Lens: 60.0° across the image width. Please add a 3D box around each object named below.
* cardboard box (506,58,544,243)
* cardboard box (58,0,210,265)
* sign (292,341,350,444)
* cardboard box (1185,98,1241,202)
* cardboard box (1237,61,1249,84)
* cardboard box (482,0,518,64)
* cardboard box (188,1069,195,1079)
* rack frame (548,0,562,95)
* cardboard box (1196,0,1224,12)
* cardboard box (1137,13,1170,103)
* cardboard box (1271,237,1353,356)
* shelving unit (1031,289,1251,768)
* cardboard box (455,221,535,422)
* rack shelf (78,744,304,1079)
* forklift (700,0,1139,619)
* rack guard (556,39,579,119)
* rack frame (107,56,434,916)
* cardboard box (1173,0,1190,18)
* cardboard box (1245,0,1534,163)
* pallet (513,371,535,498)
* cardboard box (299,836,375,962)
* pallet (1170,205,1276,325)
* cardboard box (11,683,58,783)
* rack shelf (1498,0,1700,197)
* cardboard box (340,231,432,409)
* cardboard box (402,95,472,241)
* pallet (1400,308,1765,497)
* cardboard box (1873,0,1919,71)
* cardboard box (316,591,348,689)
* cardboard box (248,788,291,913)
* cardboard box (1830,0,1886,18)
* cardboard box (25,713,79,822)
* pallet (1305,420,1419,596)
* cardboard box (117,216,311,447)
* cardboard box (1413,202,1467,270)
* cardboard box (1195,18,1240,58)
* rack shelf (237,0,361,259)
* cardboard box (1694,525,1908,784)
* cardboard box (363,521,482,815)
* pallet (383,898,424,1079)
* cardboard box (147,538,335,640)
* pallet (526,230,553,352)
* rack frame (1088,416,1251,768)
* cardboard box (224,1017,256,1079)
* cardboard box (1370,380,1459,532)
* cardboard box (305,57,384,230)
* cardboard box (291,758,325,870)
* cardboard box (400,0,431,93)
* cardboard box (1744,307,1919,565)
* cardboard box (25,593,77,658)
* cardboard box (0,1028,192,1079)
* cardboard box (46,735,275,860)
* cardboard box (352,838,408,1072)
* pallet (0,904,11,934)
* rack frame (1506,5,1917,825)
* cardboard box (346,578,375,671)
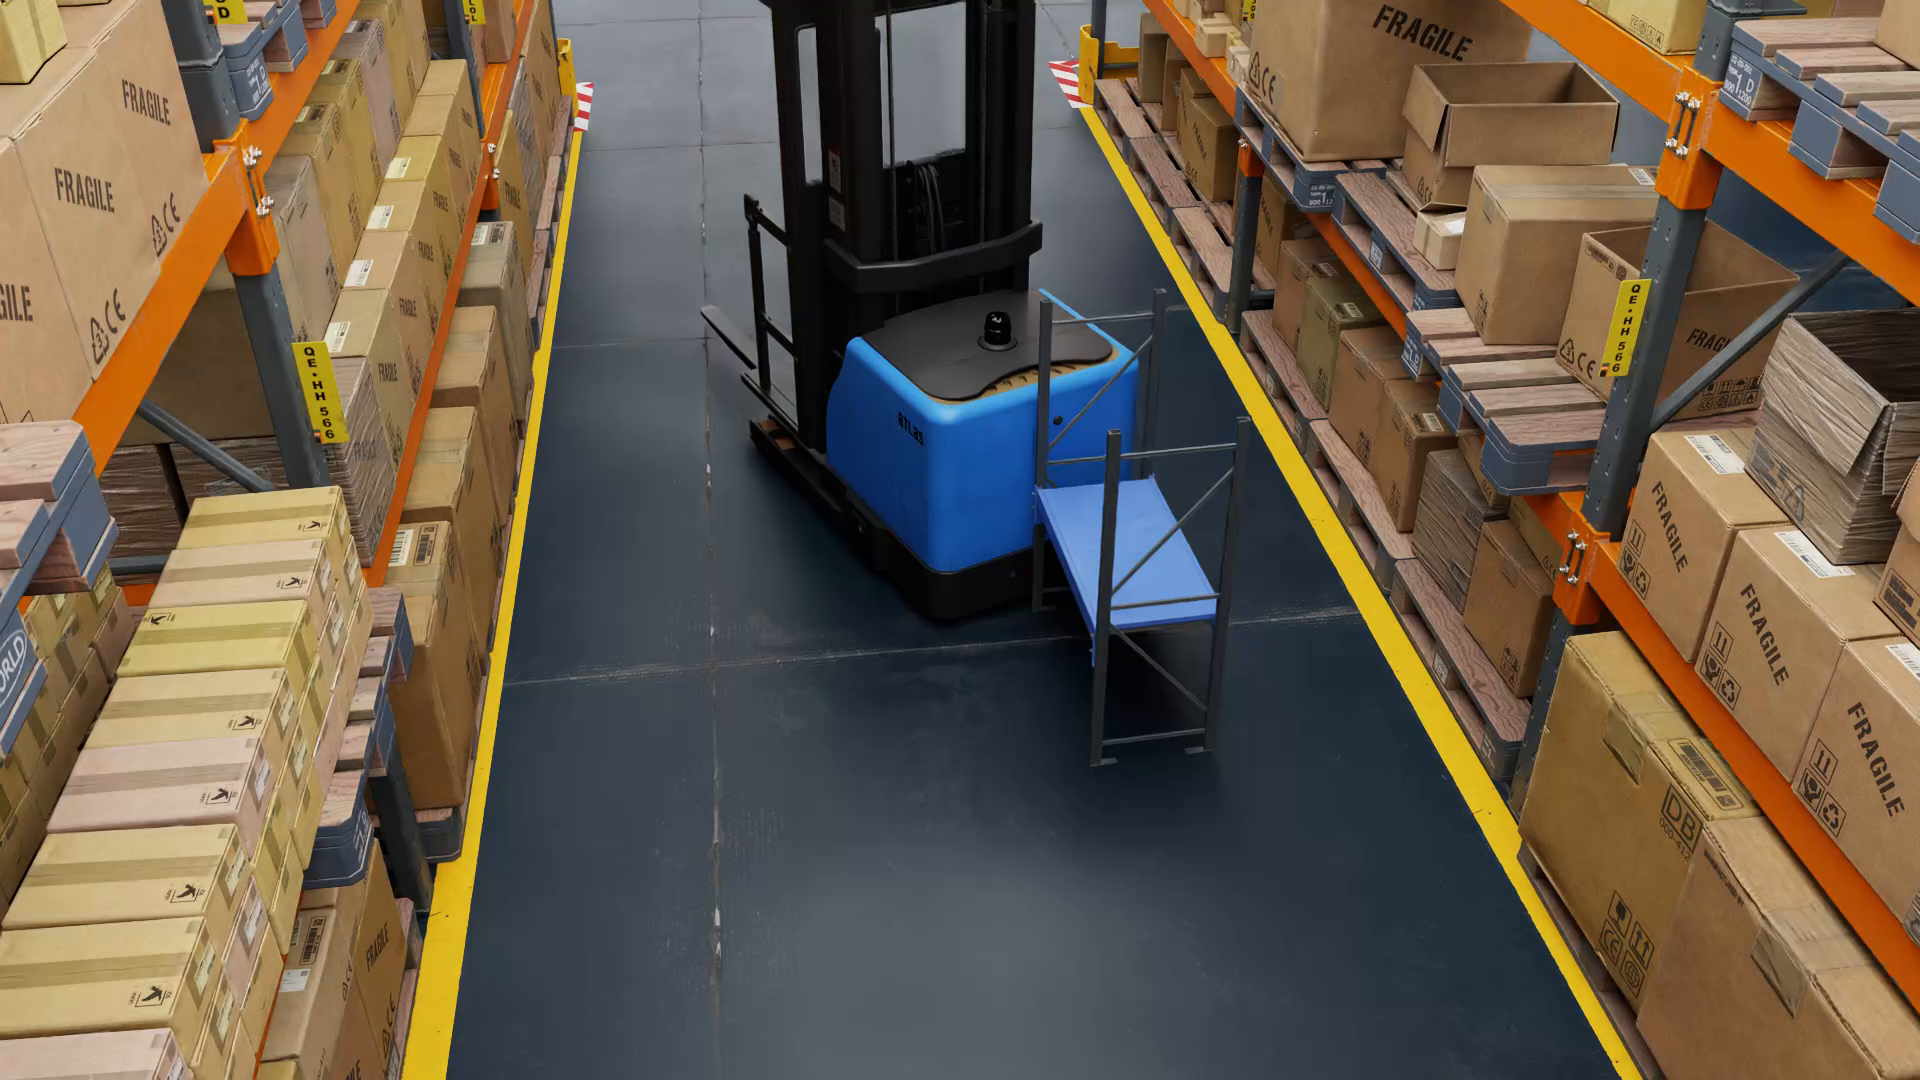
[{"bbox_3d":[-3.039,-2.312,9.993,0.875,0.875,0.875,-4,34,-6],"label":"cardboard box"},{"bbox_3d":[-2.032,-0.907,3.665,0.500,0.500,0.500,-4,35,-6],"label":"cardboard box"},{"bbox_3d":[-1.825,-0.417,4.741,0.100,0.325,0.005,-4,35,-6],"label":"sign"},{"bbox_3d":[1.769,-2.503,10.606,0.500,0.500,0.500,-7,35,-11],"label":"cardboard box"},{"bbox_3d":[1.709,-2.471,8.935,0.380,0.149,0.250,-4,35,-6],"label":"cardboard box"},{"bbox_3d":[-3.013,-3.040,9.414,0.875,0.550,0.550,-4,35,-6],"label":"cardboard box"},{"bbox_3d":[-1.602,1.128,3.018,0.380,0.149,0.250,-5,35,-7],"label":"cardboard box"},{"bbox_3d":[-3.437,-4.390,11.528,1.000,3.000,0.127,-4,35,-6],"label":"rack frame"},{"bbox_3d":[1.831,-3.450,9.796,0.875,0.500,0.500,-4,35,-6],"label":"cardboard box"},{"bbox_3d":[1.559,-3.500,12.069,0.500,0.500,0.500,2,34,2],"label":"cardboard box"},{"bbox_3d":[2.091,-1.281,8.796,0.700,0.500,0.500,-7,35,-10],"label":"cardboard box"},{"bbox_3d":[0.654,-0.052,6.494,0.538,1.500,1.048,-6,35,-9],"label":"shelving unit"},{"bbox_3d":[-2.726,-1.062,8.269,1.050,0.750,0.750,-5,35,-7],"label":"cardboard box"},{"bbox_3d":[-2.092,1.488,3.542,1.077,0.370,4.000,-4,35,-6],"label":"rack shelf"},{"bbox_3d":[-0.399,-1.675,7.605,1.130,2.935,3.031,-18,38,-24],"label":"forklift"},{"bbox_3d":[-3.440,-3.370,12.251,1.175,0.500,0.348,-4,35,-6],"label":"rack guard"},{"bbox_3d":[-2.361,0.075,4.977,1.000,3.000,0.127,-4,35,-6],"label":"rack frame"},{"bbox_3d":[1.522,-3.309,10.165,0.380,0.149,0.250,-4,35,-6],"label":"cardboard box"},{"bbox_3d":[1.998,-2.444,7.767,1.000,1.000,1.000,-4,34,-6],"label":"cardboard box"},{"bbox_3d":[-2.721,-0.580,8.414,1.003,0.211,1.213,-4,35,-6],"label":"pallet"},{"bbox_3d":[-2.009,0.986,4.821,0.500,0.250,0.500,-5,35,-8],"label":"cardboard box"},{"bbox_3d":[1.904,-1.697,10.052,1.003,0.211,1.213,-4,35,-6],"label":"pallet"},{"bbox_3d":[-2.417,0.467,3.987,0.380,0.149,0.250,-5,35,-8],"label":"cardboard box"},{"bbox_3d":[2.299,-2.303,6.441,1.077,0.370,4.000,-4,35,-6],"label":"rack shelf"},{"bbox_3d":[-2.292,-0.803,6.175,0.500,0.500,0.500,-4,35,-6],"label":"cardboard box"},{"bbox_3d":[-2.496,-1.646,7.413,0.500,0.500,0.500,-5,35,-7],"label":"cardboard box"},{"bbox_3d":[2.366,-0.555,6.071,1.213,0.211,1.003,-4,35,-6],"label":"pallet"},{"bbox_3d":[2.721,-1.365,3.962,0.797,0.503,0.637,-2,34,-4],"label":"cardboard box"},{"bbox_3d":[-1.806,0.272,4.273,0.380,0.149,0.250,-3,34,-5],"label":"cardboard box"},{"bbox_3d":[-1.703,0.697,3.649,0.380,0.149,0.250,-5,35,-7],"label":"cardboard box"},{"bbox_3d":[2.756,-1.704,5.056,0.500,0.250,0.500,-4,34,-6],"label":"cardboard box"},{"bbox_3d":[-2.428,0.570,4.100,0.380,0.149,0.250,-3,34,-4],"label":"cardboard box"},{"bbox_3d":[2.303,-0.208,7.868,1.003,0.211,1.213,-4,35,-6],"label":"pallet"},{"bbox_3d":[-2.412,-0.631,5.036,0.700,0.500,0.500,-5,35,-7],"label":"cardboard box"},{"bbox_3d":[2.076,-1.273,6.700,0.396,0.266,0.258,-5,35,-8],"label":"cardboard box"},{"bbox_3d":[1.567,-2.886,9.544,0.380,0.149,0.250,-4,35,-6],"label":"cardboard box"},{"bbox_3d":[-2.630,-1.984,5.972,1.077,0.370,4.000,-4,35,-6],"label":"rack shelf"},{"bbox_3d":[2.435,0.293,4.567,0.500,0.500,0.500,-5,35,-8],"label":"cardboard box"},{"bbox_3d":[-2.354,0.484,6.001,1.050,0.750,0.750,-5,35,-7],"label":"cardboard box"},{"bbox_3d":[-2.257,1.663,5.122,1.003,0.211,1.213,-4,35,-6],"label":"pallet"},{"bbox_3d":[-1.809,0.138,4.206,0.380,0.149,0.250,-5,35,-7],"label":"cardboard box"},{"bbox_3d":[-2.924,-1.435,9.669,1.003,0.211,1.213,-4,35,-6],"label":"pallet"},{"bbox_3d":[0.748,0.230,6.081,0.500,1.500,0.032,-6,35,-9],"label":"rack frame"},{"bbox_3d":[-1.632,1.113,3.303,0.380,0.149,0.250,-6,35,-9],"label":"cardboard box"},{"bbox_3d":[2.287,-0.390,7.488,0.700,0.500,0.500,-2,34,-2],"label":"cardboard box"},{"bbox_3d":[-2.621,-1.485,6.288,0.700,0.500,0.500,-5,35,-7],"label":"cardboard box"},{"bbox_3d":[-1.743,0.667,3.958,0.380,0.149,0.250,-5,35,-7],"label":"cardboard box"},{"bbox_3d":[-2.826,-2.335,7.537,0.700,0.500,0.500,-5,35,-7],"label":"cardboard box"},{"bbox_3d":[2.650,-0.291,4.534,0.797,0.503,0.637,-3,34,-5],"label":"cardboard box"},{"bbox_3d":[-2.452,0.181,4.142,0.380,0.149,0.250,-5,35,-8],"label":"cardboard box"},{"bbox_3d":[-1.595,1.015,2.919,0.380,0.149,0.250,-3,34,-5],"label":"cardboard box"},{"bbox_3d":[-1.708,0.568,3.575,0.380,0.149,0.250,-4,35,-6],"label":"cardboard box"},{"bbox_3d":[-2.013,1.281,5.053,0.500,0.500,0.500,-5,35,-7],"label":"cardboard box"},{"bbox_3d":[-2.054,1.255,3.415,1.003,0.211,1.213,-4,35,-6],"label":"pallet"},{"bbox_3d":[2.567,-0.245,5.445,1.000,3.000,0.127,-4,35,-6],"label":"rack frame"},{"bbox_3d":[-1.839,0.245,4.577,0.380,0.149,0.250,-4,34,-6],"label":"cardboard box"}]
